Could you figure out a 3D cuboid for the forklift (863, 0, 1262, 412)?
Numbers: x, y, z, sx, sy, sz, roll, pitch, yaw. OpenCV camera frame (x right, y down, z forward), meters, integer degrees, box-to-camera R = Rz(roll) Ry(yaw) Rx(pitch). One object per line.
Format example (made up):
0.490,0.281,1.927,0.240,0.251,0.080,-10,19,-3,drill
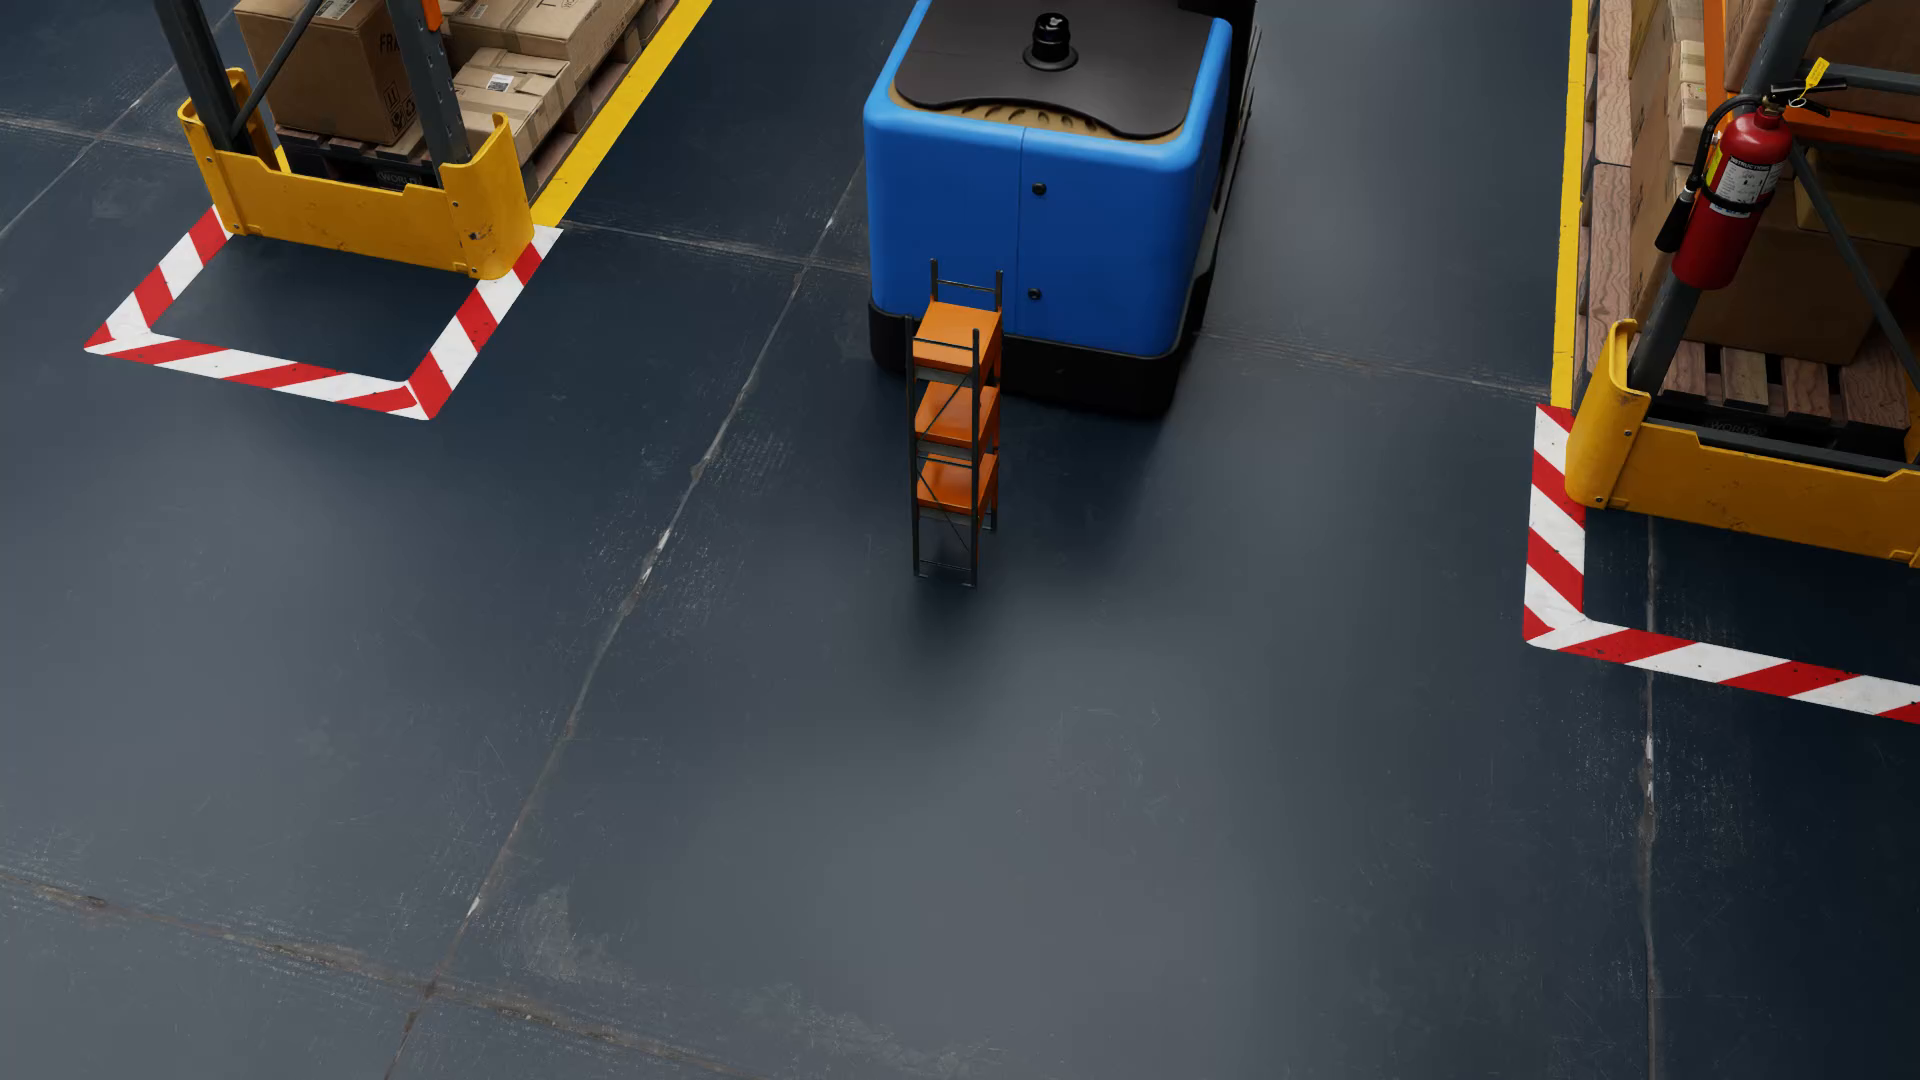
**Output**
0.552,-2.526,5.524,1.130,2.935,3.031,11,49,9,forklift

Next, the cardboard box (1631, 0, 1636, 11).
3.185,-2.463,6.810,0.700,0.500,0.500,11,50,10,cardboard box

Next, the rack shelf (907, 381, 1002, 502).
-0.014,-0.302,4.830,0.215,0.259,0.240,12,50,10,rack shelf

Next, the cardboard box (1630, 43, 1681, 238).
2.782,-1.341,5.820,0.700,0.500,0.500,11,50,10,cardboard box

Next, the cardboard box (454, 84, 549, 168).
-1.775,-1.554,6.228,0.380,0.149,0.250,12,50,10,cardboard box

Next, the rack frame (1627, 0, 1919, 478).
2.563,-1.141,4.257,1.000,3.000,0.127,12,50,10,rack frame

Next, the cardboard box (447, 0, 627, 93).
-1.669,-2.051,6.600,0.500,0.250,0.500,12,50,10,cardboard box

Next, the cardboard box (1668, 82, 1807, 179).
2.509,-1.323,5.371,0.380,0.149,0.250,11,49,10,cardboard box

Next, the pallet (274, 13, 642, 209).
-1.988,-1.825,6.720,1.003,0.211,1.213,12,50,10,pallet

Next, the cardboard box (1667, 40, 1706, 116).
2.575,-1.508,5.535,0.380,0.149,0.250,13,50,11,cardboard box

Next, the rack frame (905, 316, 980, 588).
-0.046,-0.220,4.744,0.200,1.050,0.008,12,50,10,rack frame

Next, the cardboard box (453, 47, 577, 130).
-1.709,-1.740,6.382,0.380,0.166,0.250,12,50,10,cardboard box

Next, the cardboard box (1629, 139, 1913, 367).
2.651,-0.979,5.501,0.700,0.500,0.500,12,50,10,cardboard box

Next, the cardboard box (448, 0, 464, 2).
-2.033,-2.475,6.974,0.500,0.250,0.500,12,50,10,cardboard box

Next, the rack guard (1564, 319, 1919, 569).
2.557,-0.297,5.179,1.175,0.500,0.348,12,50,10,rack guard

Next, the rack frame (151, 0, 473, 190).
-2.217,-2.116,5.117,1.000,3.000,0.127,12,50,10,rack frame

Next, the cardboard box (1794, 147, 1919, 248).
2.811,-1.064,5.143,0.380,0.149,0.250,12,50,10,cardboard box

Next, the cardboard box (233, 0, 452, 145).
-2.312,-1.877,6.279,0.500,0.500,0.500,12,50,10,cardboard box

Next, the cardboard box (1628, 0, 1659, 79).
3.047,-2.092,6.483,0.700,0.500,0.500,13,50,11,cardboard box

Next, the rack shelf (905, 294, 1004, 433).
-0.014,-0.489,4.617,0.215,0.259,0.240,12,50,10,rack shelf

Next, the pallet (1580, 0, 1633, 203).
3.021,-1.692,6.603,1.003,0.211,1.213,12,50,10,pallet

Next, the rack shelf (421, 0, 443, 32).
-1.691,-3.325,6.664,1.077,0.370,4.000,12,50,10,rack shelf

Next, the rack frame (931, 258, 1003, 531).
0.018,-0.397,4.900,0.200,1.050,0.008,12,50,10,rack frame

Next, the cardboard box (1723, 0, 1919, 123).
2.688,-1.612,4.472,0.980,0.700,0.700,14,50,12,cardboard box

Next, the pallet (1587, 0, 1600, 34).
3.340,-2.577,7.384,1.003,0.211,1.213,12,50,10,pallet

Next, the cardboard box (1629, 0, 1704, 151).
2.914,-1.705,6.141,0.700,0.500,0.500,10,49,9,cardboard box

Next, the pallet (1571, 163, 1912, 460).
2.698,-0.812,5.826,1.003,0.211,1.213,12,50,10,pallet

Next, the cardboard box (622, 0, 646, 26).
-1.537,-2.413,6.919,0.500,0.250,0.500,12,50,10,cardboard box

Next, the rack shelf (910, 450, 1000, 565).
-0.014,-0.118,5.039,0.215,0.259,0.240,12,50,10,rack shelf

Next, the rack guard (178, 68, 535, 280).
-2.197,-1.344,6.103,1.175,0.500,0.348,12,50,10,rack guard

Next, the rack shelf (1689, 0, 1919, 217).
3.089,-2.350,5.803,1.077,0.370,4.000,12,50,10,rack shelf

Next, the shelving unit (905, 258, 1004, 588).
-0.014,-0.309,4.822,0.215,1.050,0.252,12,50,10,shelving unit

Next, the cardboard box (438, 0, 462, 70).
-2.118,-2.041,6.647,0.380,0.166,0.250,12,50,10,cardboard box

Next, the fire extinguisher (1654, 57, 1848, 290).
2.078,-0.974,4.410,0.296,0.674,0.183,12,50,10,fire extinguisher

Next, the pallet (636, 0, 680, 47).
-1.665,-2.705,7.497,1.003,0.211,1.213,12,50,10,pallet
